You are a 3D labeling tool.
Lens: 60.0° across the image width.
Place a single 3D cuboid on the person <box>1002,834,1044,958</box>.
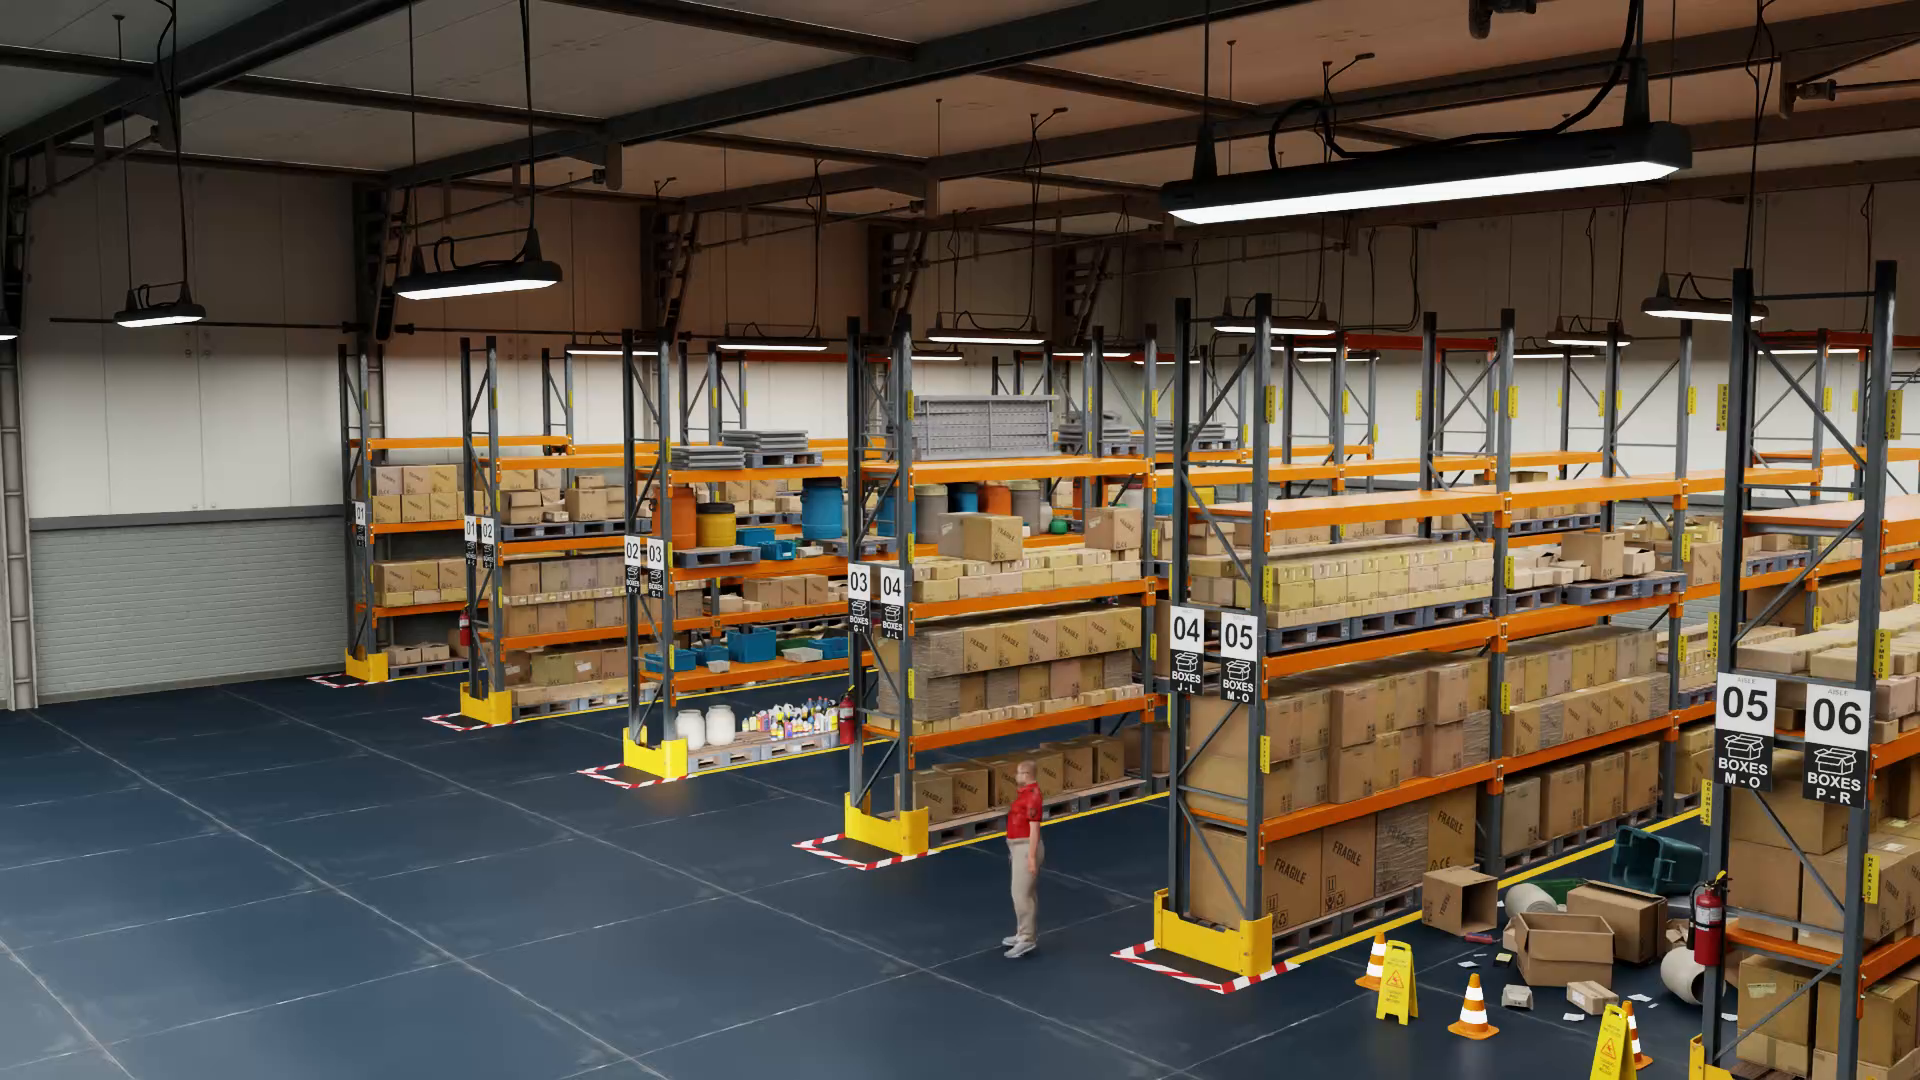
[{"bbox_3d":[0.588,3.270,15.419,0.385,1.117,0.538,0,5,1],"label":"person"}]
